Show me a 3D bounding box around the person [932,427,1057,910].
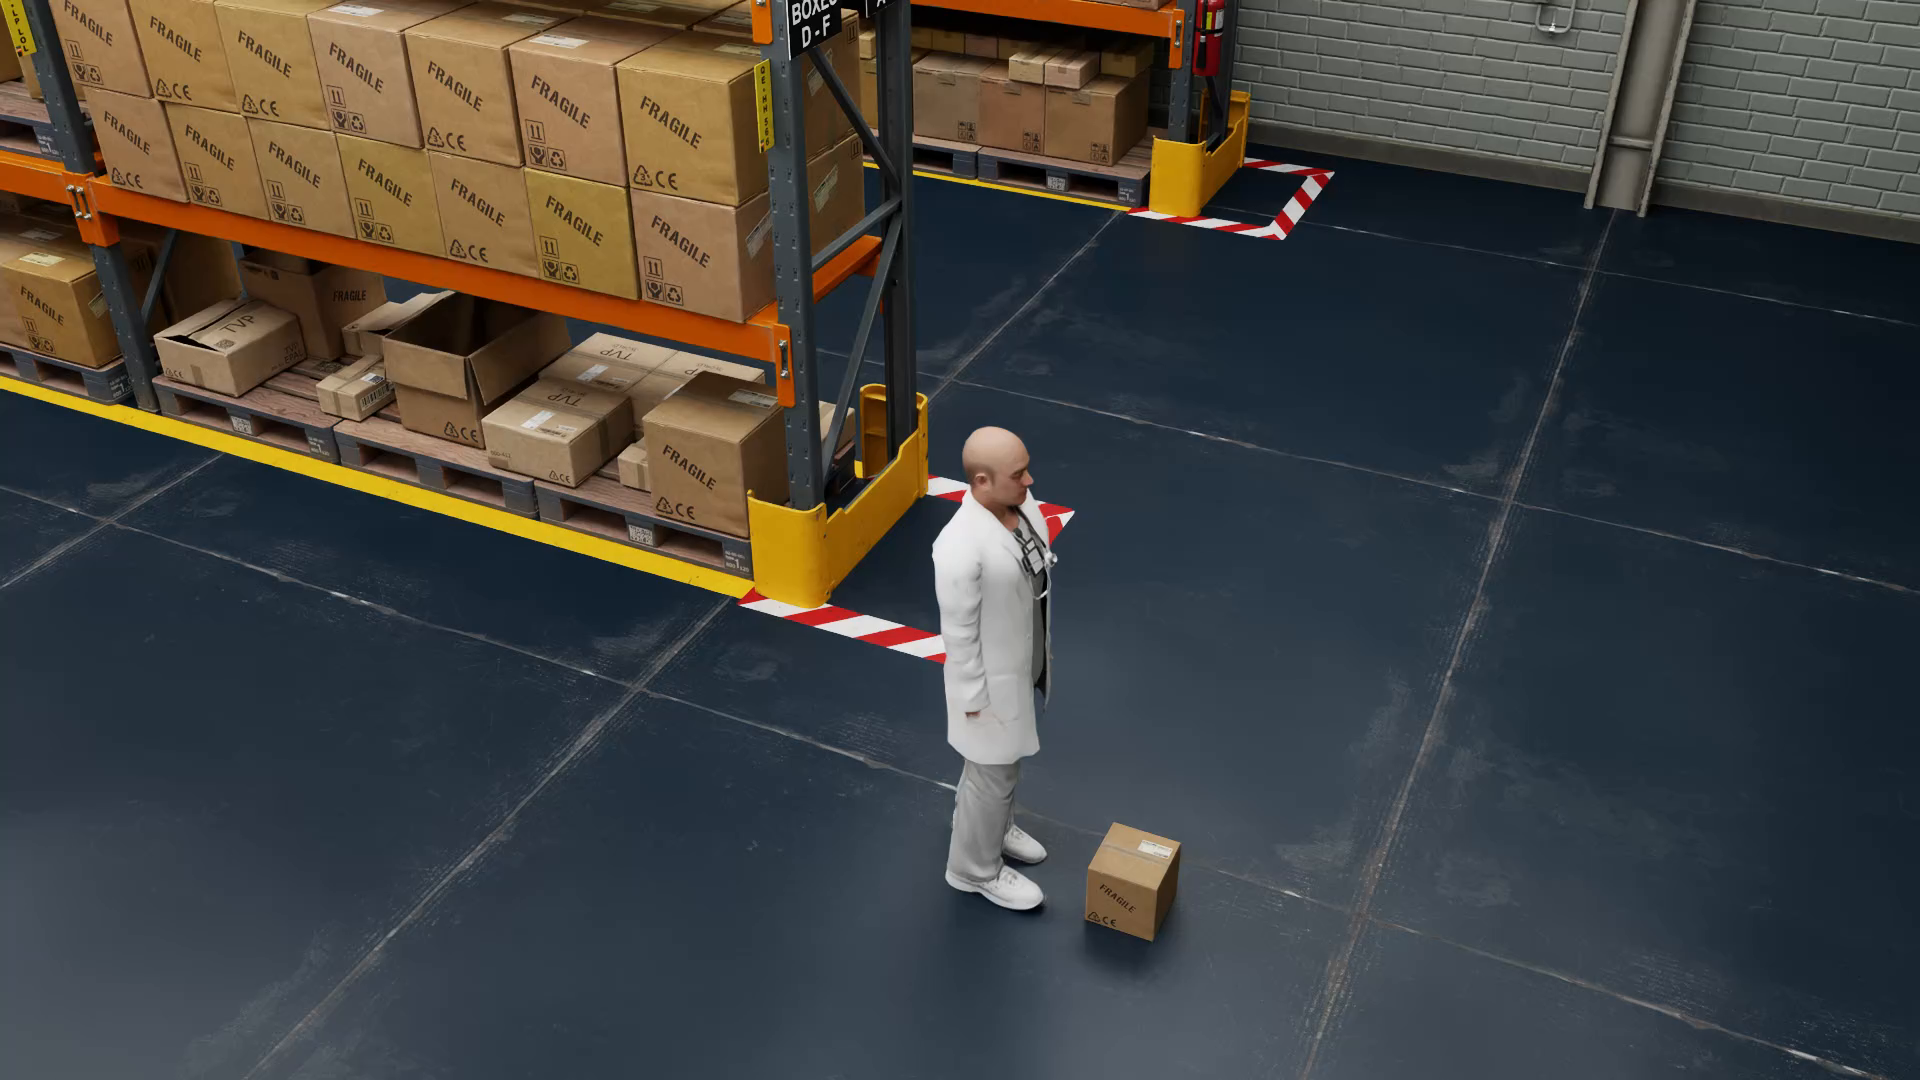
[{"bbox_3d":[0.142,0.428,5.516,0.465,1.795,0.565,15,36,21],"label":"person"}]
